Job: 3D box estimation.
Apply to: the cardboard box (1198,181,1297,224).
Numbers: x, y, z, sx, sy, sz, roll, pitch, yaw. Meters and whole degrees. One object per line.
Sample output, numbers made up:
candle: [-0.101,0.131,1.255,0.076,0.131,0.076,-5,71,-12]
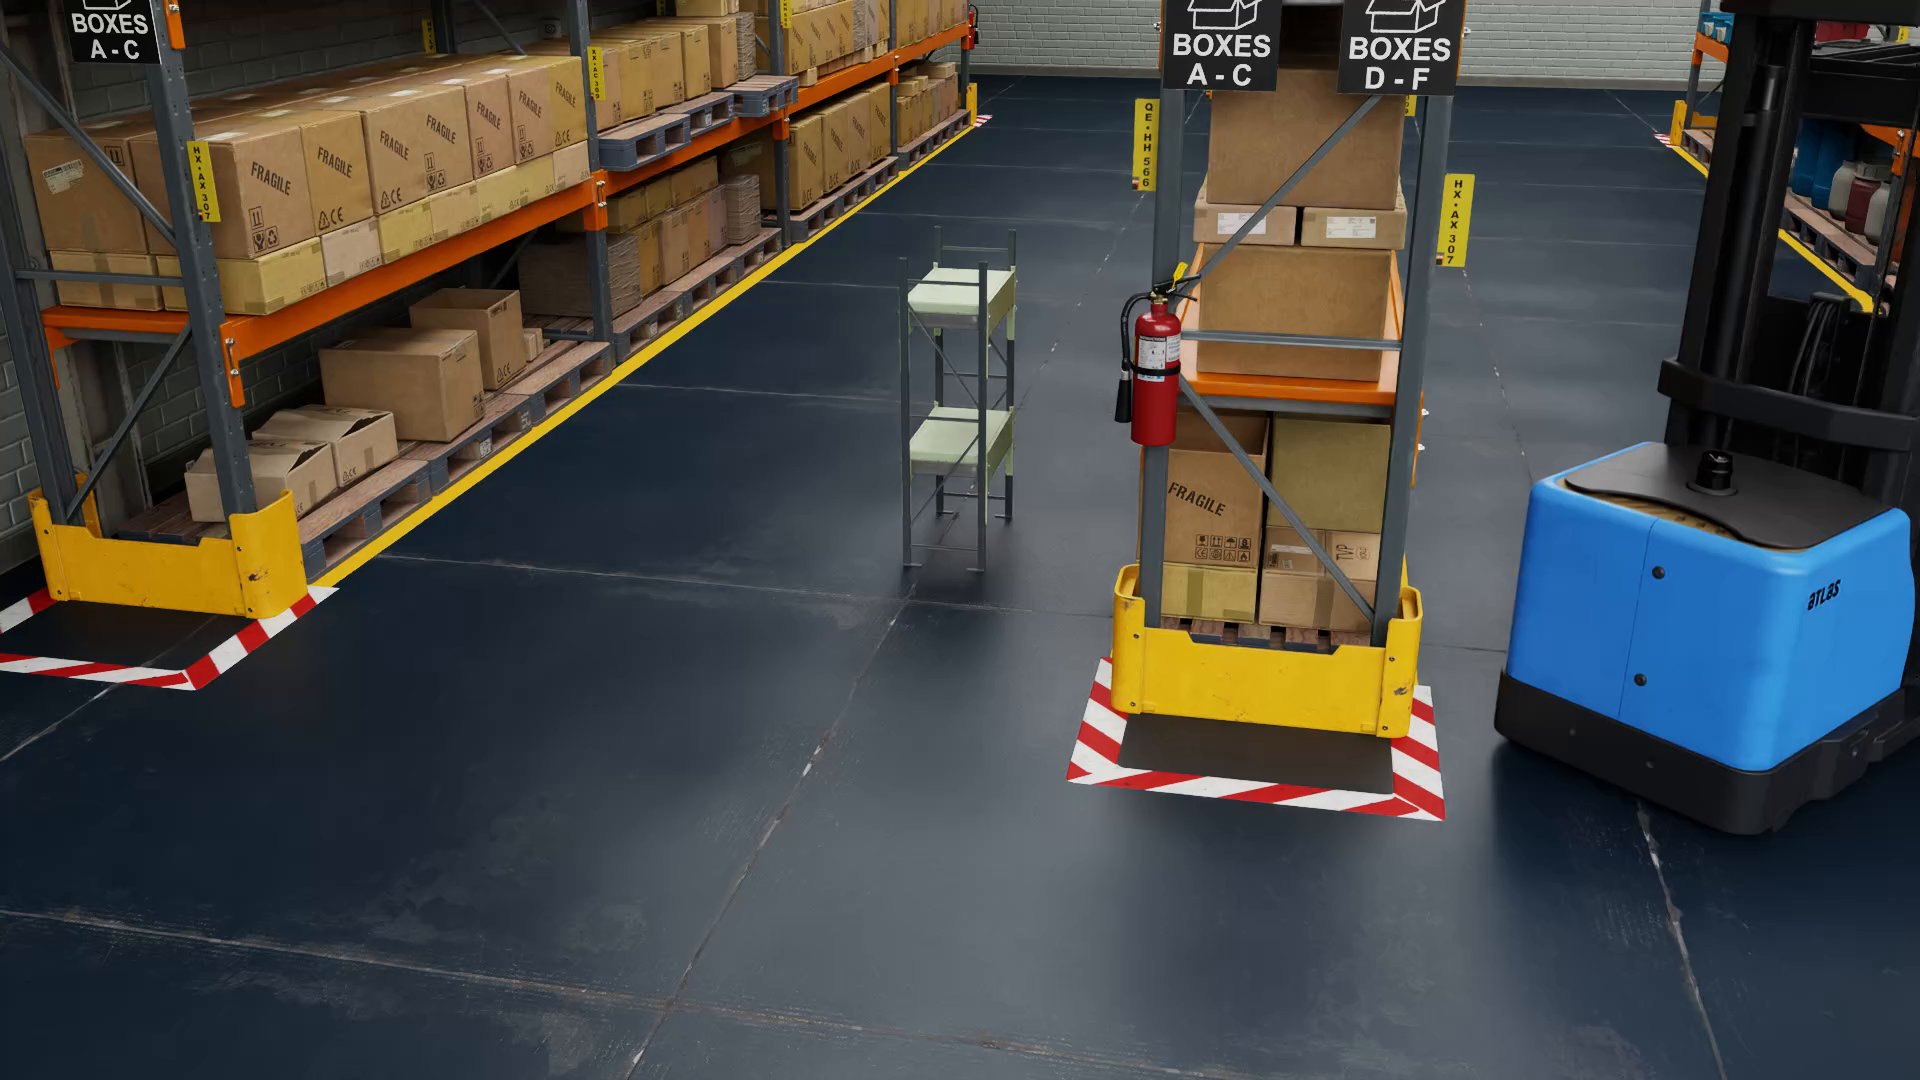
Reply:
cardboard box: [1.151,-1.333,6.645,0.380,0.149,0.250,5,22,12]

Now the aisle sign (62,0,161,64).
aisle sign: [-3.364,-2.268,6.490,0.394,0.787,0.004,4,22,11]

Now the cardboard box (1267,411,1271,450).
cardboard box: [1.319,-0.771,8.367,0.500,0.500,0.500,4,22,11]

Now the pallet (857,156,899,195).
pallet: [-1.278,-3.919,17.801,1.003,0.211,1.213,4,22,11]

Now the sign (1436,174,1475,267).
sign: [1.750,-1.129,5.877,0.100,0.325,0.005,4,22,11]

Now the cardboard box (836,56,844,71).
cardboard box: [-1.354,-4.690,16.293,0.380,0.149,0.250,5,23,13]

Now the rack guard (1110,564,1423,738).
rack guard: [1.203,0.433,6.609,1.175,0.500,0.348,4,22,11]

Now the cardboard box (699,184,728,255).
cardboard box: [-2.325,-2.635,13.638,0.700,0.500,0.500,4,22,11]

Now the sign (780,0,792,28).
sign: [-1.477,-4.500,14.067,0.100,0.325,0.005,4,22,11]

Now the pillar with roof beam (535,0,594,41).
pillar with roof beam: [1.092,-6.082,11.410,9.100,9.000,0.400,4,22,11]

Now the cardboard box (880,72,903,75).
cardboard box: [-0.902,-5.540,20.010,0.380,0.149,0.250,4,22,10]

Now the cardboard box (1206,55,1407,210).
cardboard box: [1.326,-1.572,6.372,0.700,0.500,0.500,5,22,11]

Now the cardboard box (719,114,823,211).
cardboard box: [-1.732,-3.494,15.329,0.750,0.750,0.750,4,22,10]

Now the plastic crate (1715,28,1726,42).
plastic crate: [8.663,-5.689,18.737,0.250,0.136,0.298,4,22,11]

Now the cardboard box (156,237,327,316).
cardboard box: [-3.232,-1.205,7.505,0.500,0.250,0.500,4,22,9]

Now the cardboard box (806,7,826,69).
cardboard box: [-1.545,-4.580,15.151,0.500,0.500,0.500,5,23,13]

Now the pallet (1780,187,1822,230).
pallet: [8.306,-3.172,15.948,1.003,0.211,1.213,4,22,11]

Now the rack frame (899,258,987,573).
rack frame: [-0.076,-0.559,7.735,0.400,1.500,0.023,4,22,11]

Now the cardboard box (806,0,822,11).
cardboard box: [-1.556,-4.922,14.996,0.500,0.250,0.500,4,22,10]

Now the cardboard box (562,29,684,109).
cardboard box: [-2.465,-3.455,12.195,0.700,0.500,0.500,8,23,18]

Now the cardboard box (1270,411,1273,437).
cardboard box: [1.525,-0.788,9.415,0.500,0.250,0.500,4,22,11]

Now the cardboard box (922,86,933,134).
cardboard box: [-0.729,-5.172,19.965,0.700,0.500,0.500,5,22,12]

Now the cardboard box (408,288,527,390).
cardboard box: [-2.999,-1.236,10.165,0.500,0.500,0.500,3,22,7]

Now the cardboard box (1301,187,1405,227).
cardboard box: [1.550,-1.306,6.580,0.380,0.149,0.250,4,22,10]

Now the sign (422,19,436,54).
sign: [-3.371,-3.152,10.616,0.100,0.325,0.005,4,22,11]

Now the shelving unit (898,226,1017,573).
shelving unit: [-0.001,-0.693,8.067,0.431,1.500,0.755,4,22,11]

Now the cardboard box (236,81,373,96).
cardboard box: [-3.438,-2.145,8.833,0.500,0.500,0.500,5,22,12]

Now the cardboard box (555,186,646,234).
cardboard box: [-2.606,-2.399,12.047,0.500,0.250,0.500,4,22,10]

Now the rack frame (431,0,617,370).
rack frame: [-2.827,-2.574,10.730,1.000,3.000,0.127,4,22,11]

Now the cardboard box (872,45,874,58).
cardboard box: [-1.111,-5.062,17.217,0.380,0.149,0.250,5,23,13]

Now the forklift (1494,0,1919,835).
forklift: [3.513,-0.777,6.360,3.031,2.935,1.130,-17,27,-36]

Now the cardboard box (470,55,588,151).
cardboard box: [-2.620,-2.665,10.127,0.500,0.500,0.500,4,22,11]

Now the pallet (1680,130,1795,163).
pallet: [9.114,-4.616,19.532,1.003,0.211,1.213,4,22,11]

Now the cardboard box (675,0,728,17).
cardboard box: [-2.103,-4.341,13.527,0.380,0.149,0.250,1,22,2]

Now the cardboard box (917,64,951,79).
cardboard box: [-0.322,-5.881,20.857,0.380,0.149,0.250,5,22,12]

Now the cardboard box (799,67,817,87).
cardboard box: [-1.519,-4.215,15.114,0.380,0.149,0.250,5,23,13]

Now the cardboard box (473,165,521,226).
cardboard box: [-2.824,-1.951,9.357,0.500,0.250,0.500,4,22,11]

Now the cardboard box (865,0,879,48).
cardboard box: [-1.136,-5.318,16.985,0.500,0.500,0.500,5,22,11]

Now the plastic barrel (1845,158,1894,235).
plastic barrel: [8.002,-2.951,14.333,0.600,0.588,0.708,4,22,11]

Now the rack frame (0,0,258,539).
rack frame: [-3.643,-1.111,7.098,1.000,3.000,0.127,4,22,11]

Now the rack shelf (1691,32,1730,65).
rack shelf: [8.913,-5.143,18.070,1.077,0.370,4.000,4,22,11]

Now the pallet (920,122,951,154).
pallet: [-0.716,-4.926,20.303,1.003,0.211,1.213,4,22,11]

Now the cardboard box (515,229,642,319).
cardboard box: [-2.693,-1.889,11.787,0.700,0.500,0.500,5,23,13]

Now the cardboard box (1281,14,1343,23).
cardboard box: [1.735,-2.315,8.217,0.700,0.500,0.500,4,22,11]

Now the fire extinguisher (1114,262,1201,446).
fire extinguisher: [0.729,-0.691,6.159,0.296,0.674,0.183,4,22,11]

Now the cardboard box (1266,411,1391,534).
cardboard box: [1.635,-0.365,7.358,0.500,0.500,0.500,4,22,11]

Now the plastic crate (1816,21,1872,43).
plastic crate: [8.932,-5.110,16.860,0.402,0.464,0.583,4,22,11]

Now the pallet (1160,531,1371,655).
pallet: [1.322,0.275,7.387,1.003,0.211,1.213,4,22,11]

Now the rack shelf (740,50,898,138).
rack shelf: [-1.602,-4.435,16.313,1.077,0.370,4.000,4,22,11]

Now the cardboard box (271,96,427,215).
cardboard box: [-3.029,-1.919,8.274,0.500,0.500,0.500,4,22,9]

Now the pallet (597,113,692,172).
pallet: [-2.528,-2.754,11.433,1.003,0.211,1.213,4,22,11]

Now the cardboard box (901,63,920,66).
cardboard box: [-0.696,-5.911,20.931,0.380,0.149,0.250,5,22,11]

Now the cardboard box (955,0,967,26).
cardboard box: [-0.472,-6.915,21.106,0.980,0.700,0.700,5,23,13]

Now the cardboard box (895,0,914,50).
cardboard box: [-1.068,-5.836,18.429,0.980,0.700,0.700,5,22,12]
